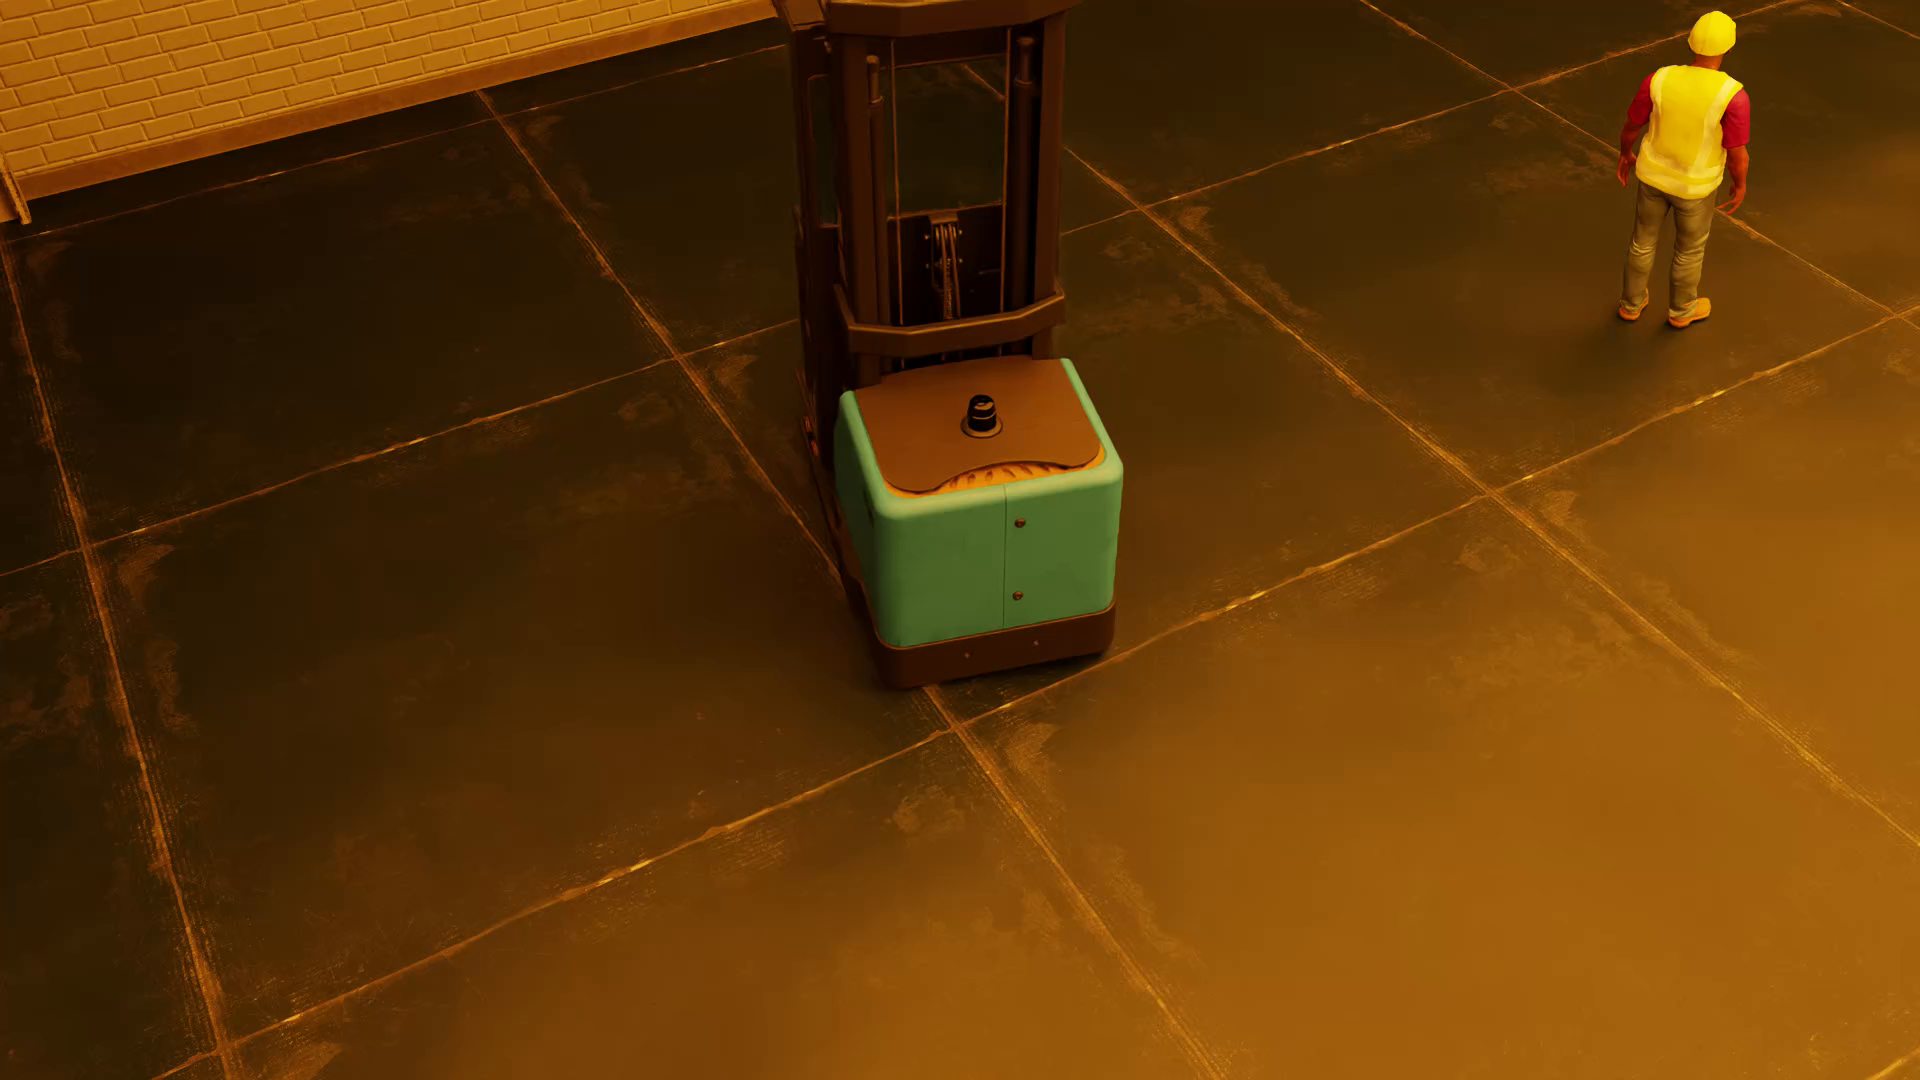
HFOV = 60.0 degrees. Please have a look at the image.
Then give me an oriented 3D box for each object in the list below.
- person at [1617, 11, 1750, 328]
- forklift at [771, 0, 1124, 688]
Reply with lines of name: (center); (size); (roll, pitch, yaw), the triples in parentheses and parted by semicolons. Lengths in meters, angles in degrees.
person: (3.752, -1.916, 8.610); (0.666, 1.765, 0.578); (31, 51, 29)
forklift: (-0.187, -1.462, 7.274); (1.130, 2.935, 3.031); (-10, 44, -10)
